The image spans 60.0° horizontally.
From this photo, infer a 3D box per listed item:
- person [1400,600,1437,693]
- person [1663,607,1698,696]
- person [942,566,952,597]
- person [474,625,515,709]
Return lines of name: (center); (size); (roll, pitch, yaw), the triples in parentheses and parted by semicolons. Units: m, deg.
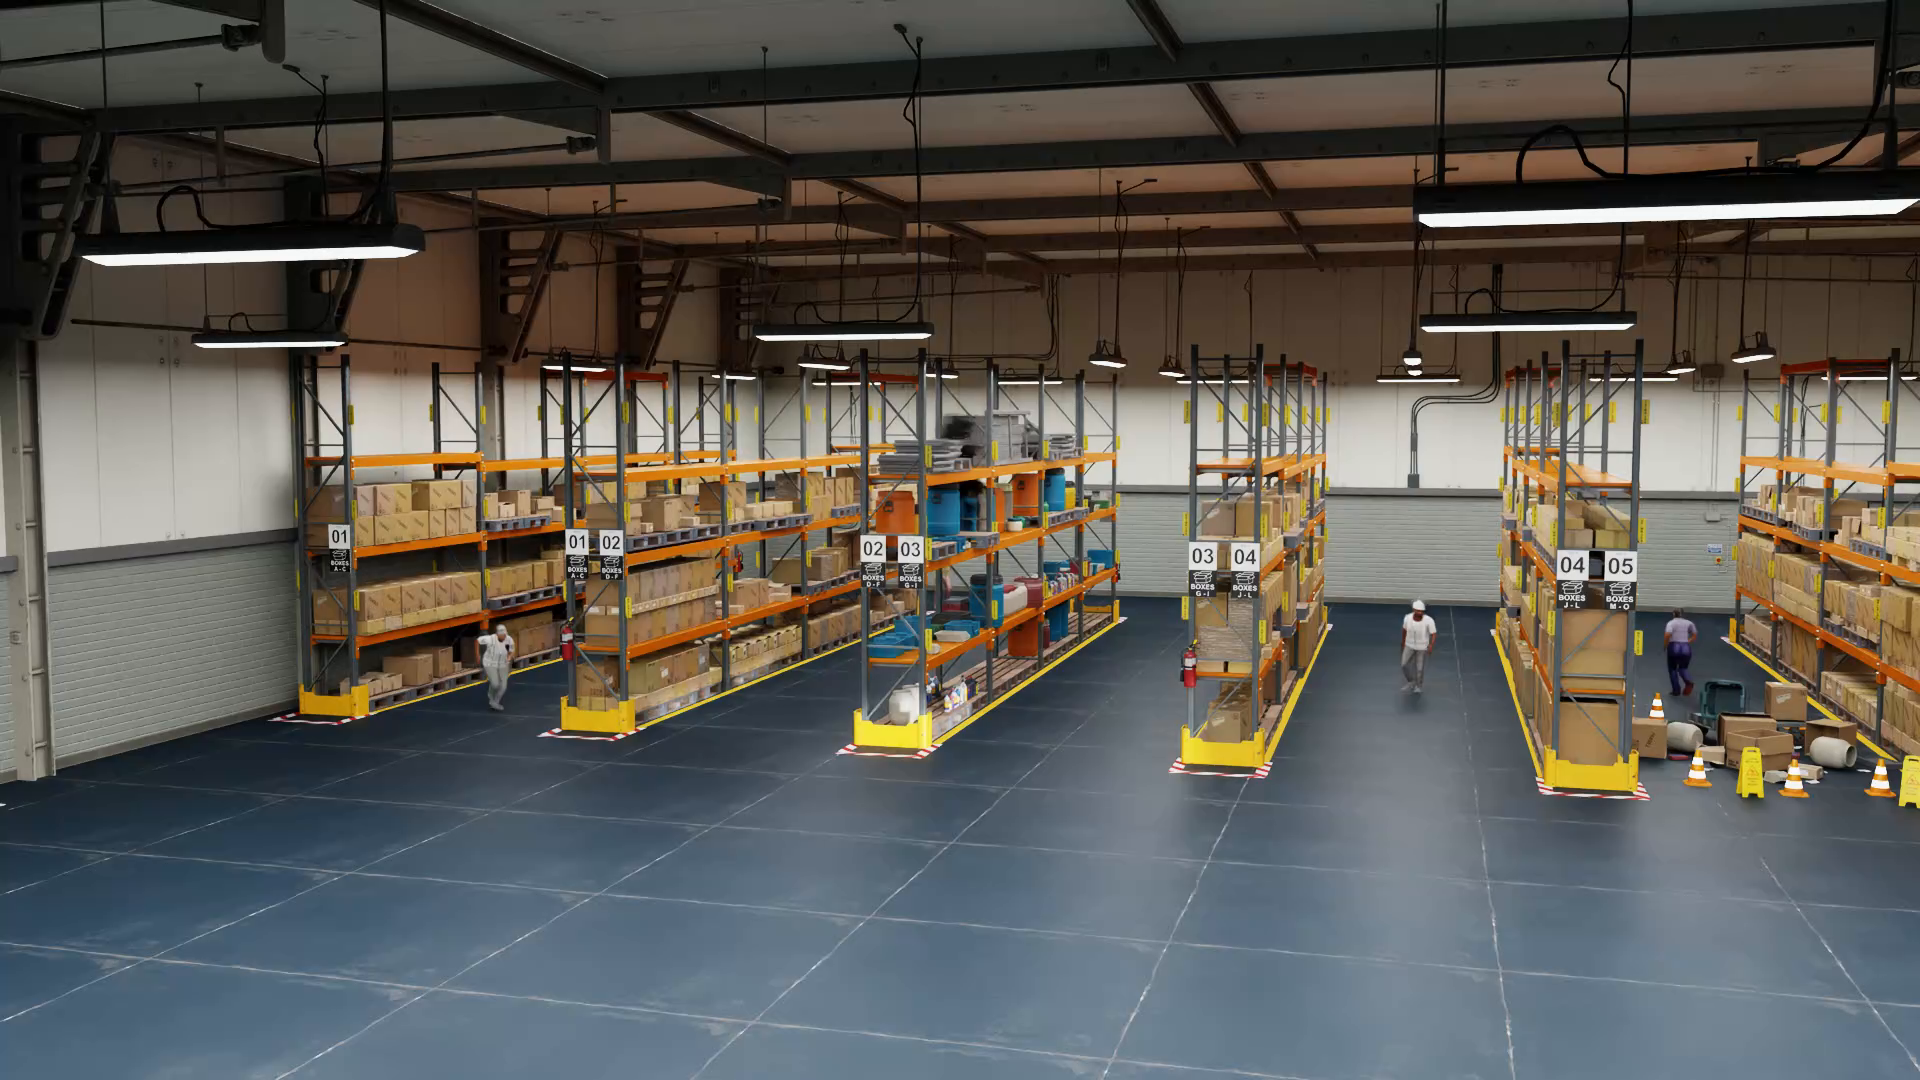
person: (8.163, 1.909, 29.668); (0.698, 1.705, 0.730); (2, 5, 28)
person: (12.853, 2.001, 29.639); (0.606, 1.595, 0.639); (0, 4, 4)
person: (-0.469, 0.989, 42.573); (0.545, 1.706, 0.765); (-1, 5, -18)
person: (-7.842, 2.152, 28.037); (0.645, 1.498, 0.857); (-3, 5, -30)
